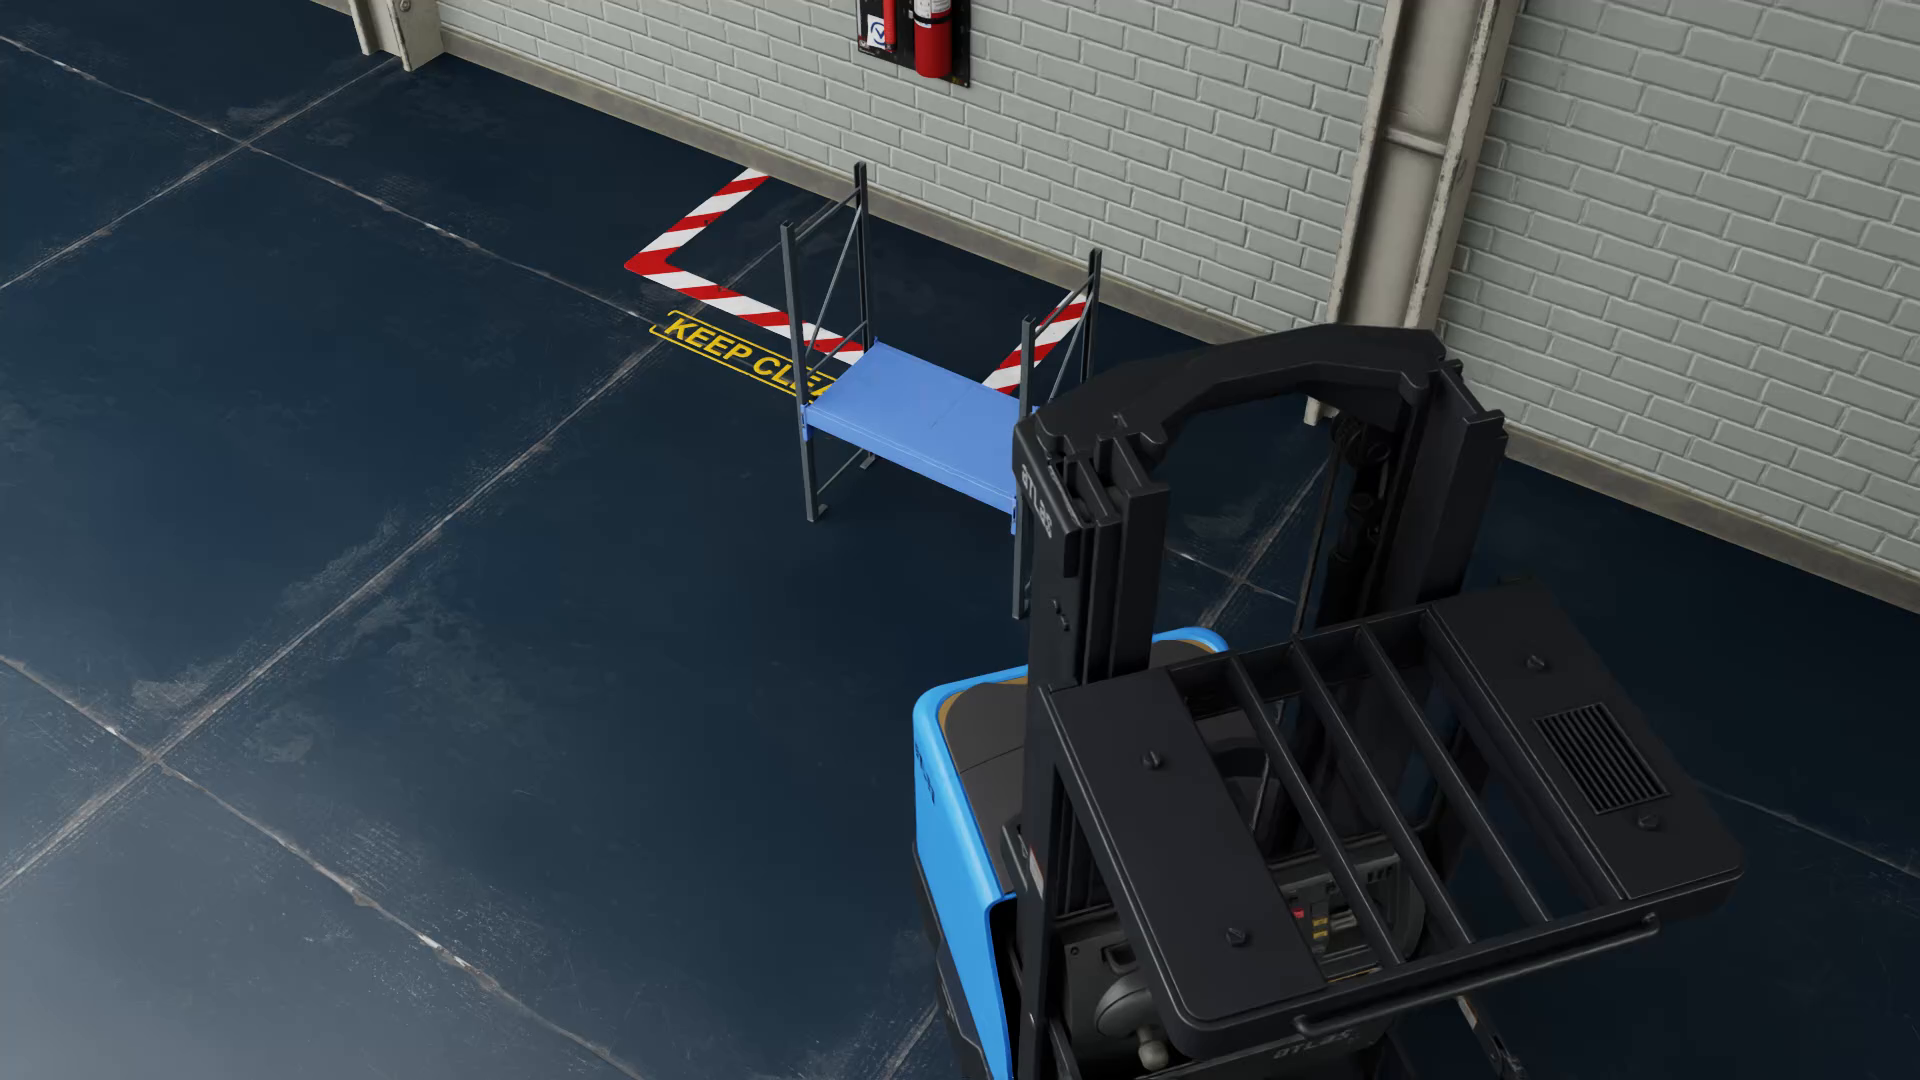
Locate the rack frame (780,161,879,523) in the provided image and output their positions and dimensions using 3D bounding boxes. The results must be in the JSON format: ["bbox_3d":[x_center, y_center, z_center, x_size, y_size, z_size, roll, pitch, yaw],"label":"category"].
[{"bbox_3d":[-0.500,-0.753,6.657,0.032,1.500,0.500,25,51,22],"label":"rack frame"}]

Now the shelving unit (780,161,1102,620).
[{"bbox_3d":[-0.072,-0.556,6.466,1.048,1.500,0.538,25,51,22],"label":"shelving unit"}]

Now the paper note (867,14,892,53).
[{"bbox_3d":[-0.376,-2.377,7.805,0.142,0.148,0.016,25,51,22],"label":"paper note"}]

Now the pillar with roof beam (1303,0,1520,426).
[{"bbox_3d":[-0.529,-1.086,1.753,0.400,9.000,9.100,25,51,22],"label":"pillar with roof beam"}]

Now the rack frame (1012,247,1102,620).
[{"bbox_3d":[0.356,-0.359,6.275,0.032,1.500,0.500,25,51,22],"label":"rack frame"}]

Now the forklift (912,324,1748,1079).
[{"bbox_3d":[0.758,1.096,3.863,1.130,2.935,3.031,-12,47,-12],"label":"forklift"}]

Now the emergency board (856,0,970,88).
[{"bbox_3d":[-0.265,-2.574,7.382,0.643,1.169,0.194,25,51,22],"label":"emergency board"}]

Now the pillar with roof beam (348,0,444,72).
[{"bbox_3d":[-5.580,-3.409,4.010,0.400,9.000,9.100,25,51,22],"label":"pillar with roof beam"}]

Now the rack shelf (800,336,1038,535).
[{"bbox_3d":[-0.072,-0.430,6.595,1.000,0.185,0.538,25,51,22],"label":"rack shelf"}]
